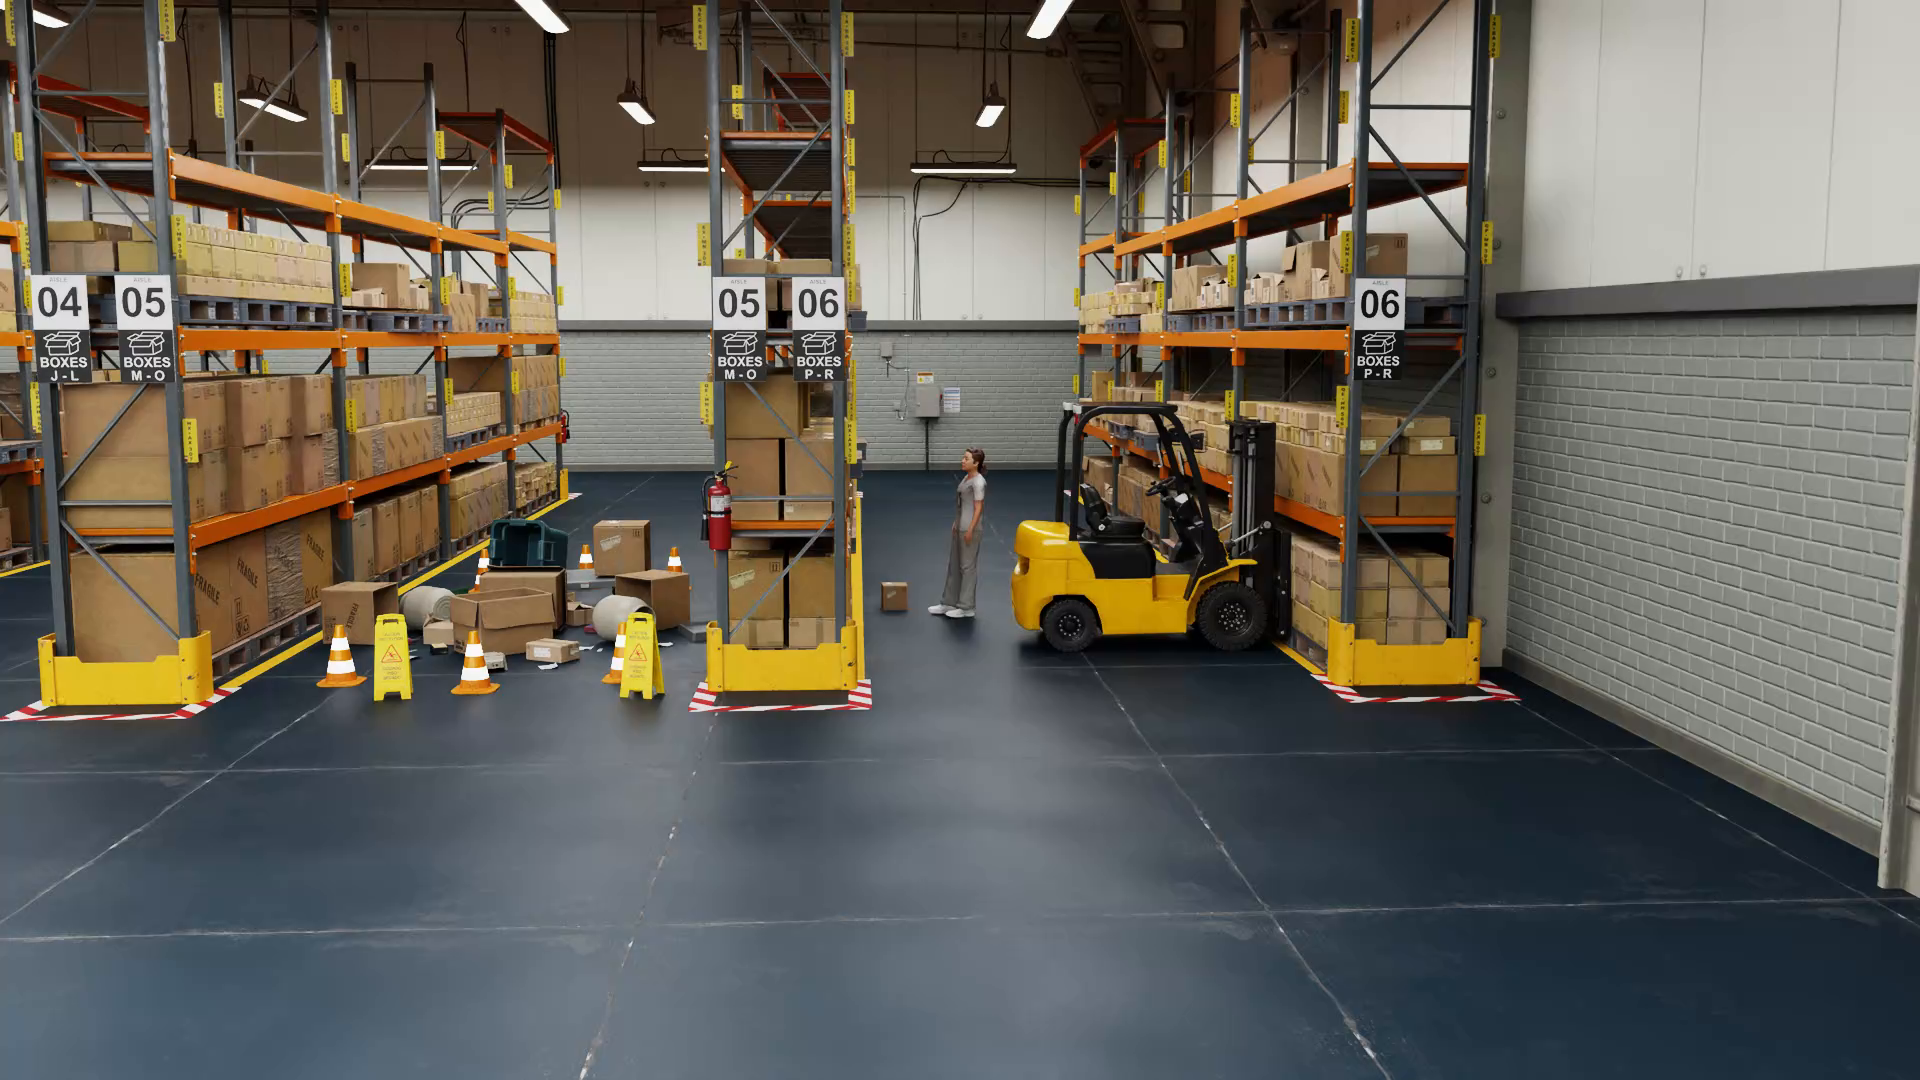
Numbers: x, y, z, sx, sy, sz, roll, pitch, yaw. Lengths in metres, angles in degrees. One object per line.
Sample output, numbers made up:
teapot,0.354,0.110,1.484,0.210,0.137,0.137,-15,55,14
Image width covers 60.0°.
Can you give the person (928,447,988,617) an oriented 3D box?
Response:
person,0.006,-0.078,16.322,0.550,1.677,0.550,-2,7,-15
